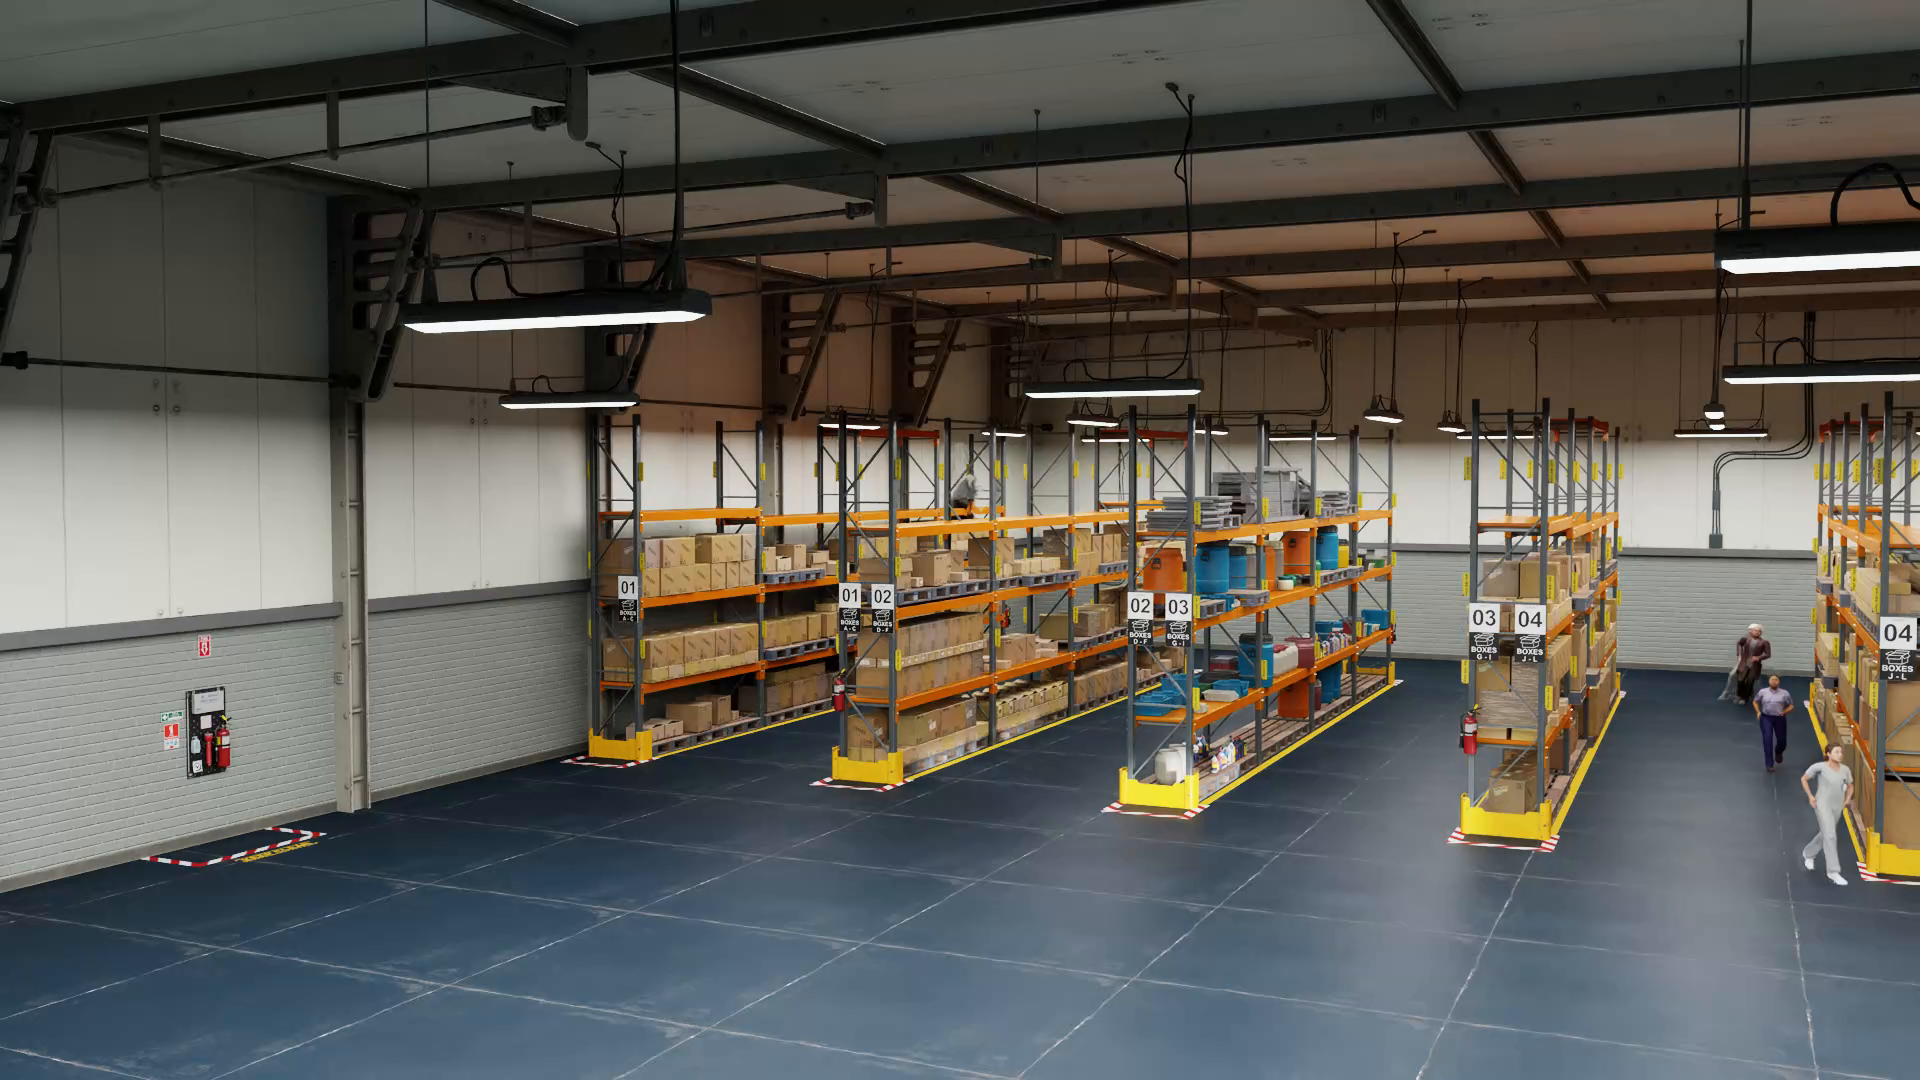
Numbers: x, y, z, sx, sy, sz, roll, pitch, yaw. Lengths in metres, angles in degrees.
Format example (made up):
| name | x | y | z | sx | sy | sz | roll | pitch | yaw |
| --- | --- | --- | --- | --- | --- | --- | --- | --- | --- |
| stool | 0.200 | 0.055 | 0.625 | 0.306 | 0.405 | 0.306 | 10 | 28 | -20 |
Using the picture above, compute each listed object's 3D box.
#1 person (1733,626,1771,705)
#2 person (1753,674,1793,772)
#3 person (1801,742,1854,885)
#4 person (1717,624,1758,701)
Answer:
| name | x | y | z | sx | sy | sz | roll | pitch | yaw |
| --- | --- | --- | --- | --- | --- | --- | --- | --- | --- |
| person | 16.842 | 2.677 | 35.346 | 0.725 | 1.724 | 0.661 | 2 | 3 | 34 |
| person | 13.629 | 3.051 | 27.882 | 0.618 | 1.606 | 0.739 | 1 | 3 | 24 |
| person | 10.698 | 3.312 | 20.460 | 0.561 | 1.673 | 0.930 | 0 | 2 | -6 |
| person | 17.062 | 2.671 | 36.156 | 0.843 | 1.704 | 0.758 | -1 | 2 | -18 |
